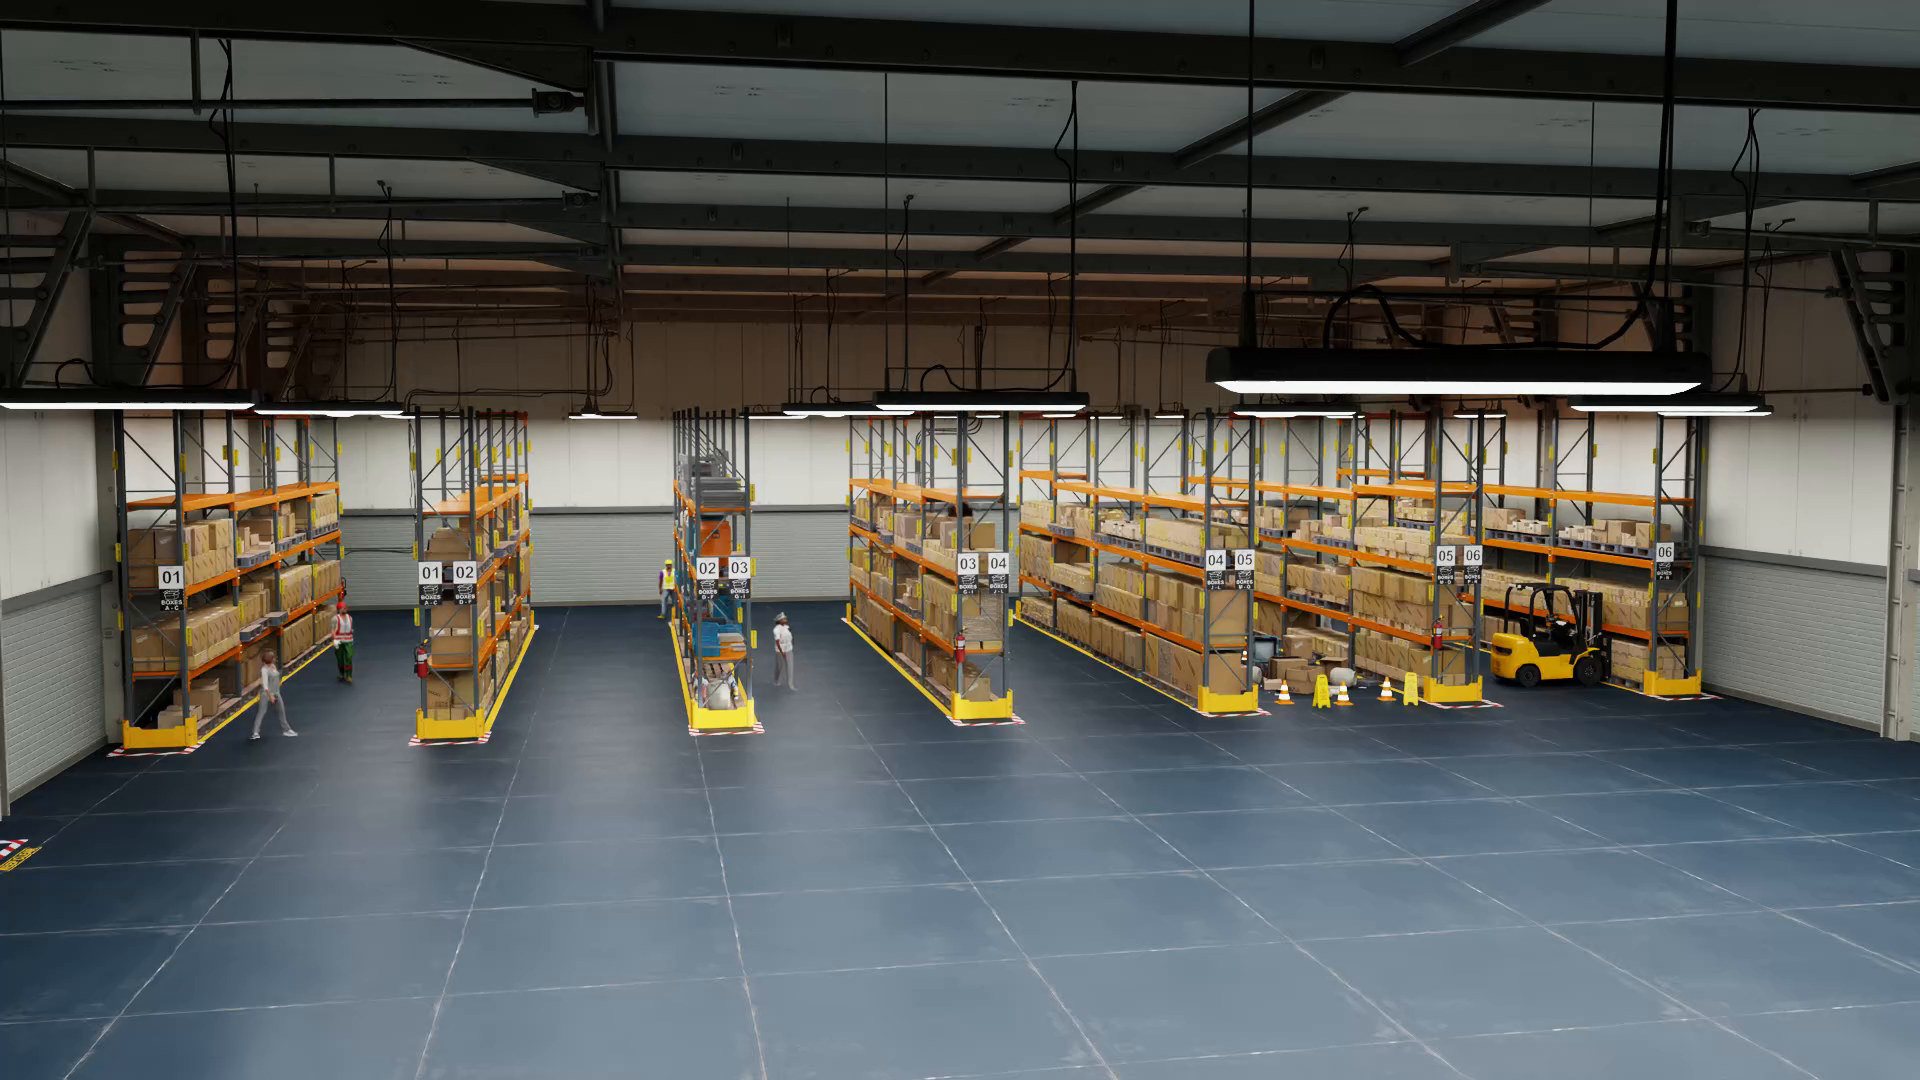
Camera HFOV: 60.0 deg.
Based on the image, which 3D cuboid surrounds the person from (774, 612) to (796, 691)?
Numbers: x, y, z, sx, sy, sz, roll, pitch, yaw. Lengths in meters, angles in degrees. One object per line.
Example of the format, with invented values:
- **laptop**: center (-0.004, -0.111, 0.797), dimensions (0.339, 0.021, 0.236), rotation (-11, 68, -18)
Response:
- **person**: center (-3.769, 2.369, 35.546), dimensions (0.438, 1.642, 0.988), rotation (-1, 4, -19)

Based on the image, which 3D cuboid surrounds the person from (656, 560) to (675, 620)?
- **person**: center (-8.412, 1.426, 48.127), dimensions (0.685, 1.715, 1.036), rotation (1, 4, 7)

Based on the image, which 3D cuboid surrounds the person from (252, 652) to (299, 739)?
- **person**: center (-12.444, 2.801, 30.077), dimensions (0.662, 1.564, 0.585), rotation (1, 4, 17)

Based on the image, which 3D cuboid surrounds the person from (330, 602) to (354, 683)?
- **person**: center (-13.558, 2.227, 36.476), dimensions (0.476, 1.732, 1.007), rotation (-1, 4, -18)

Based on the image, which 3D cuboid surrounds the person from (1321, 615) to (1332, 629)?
- **person**: center (9.720, 1.654, 44.840), dimensions (0.673, 1.771, 0.623), rotation (0, 4, 0)
